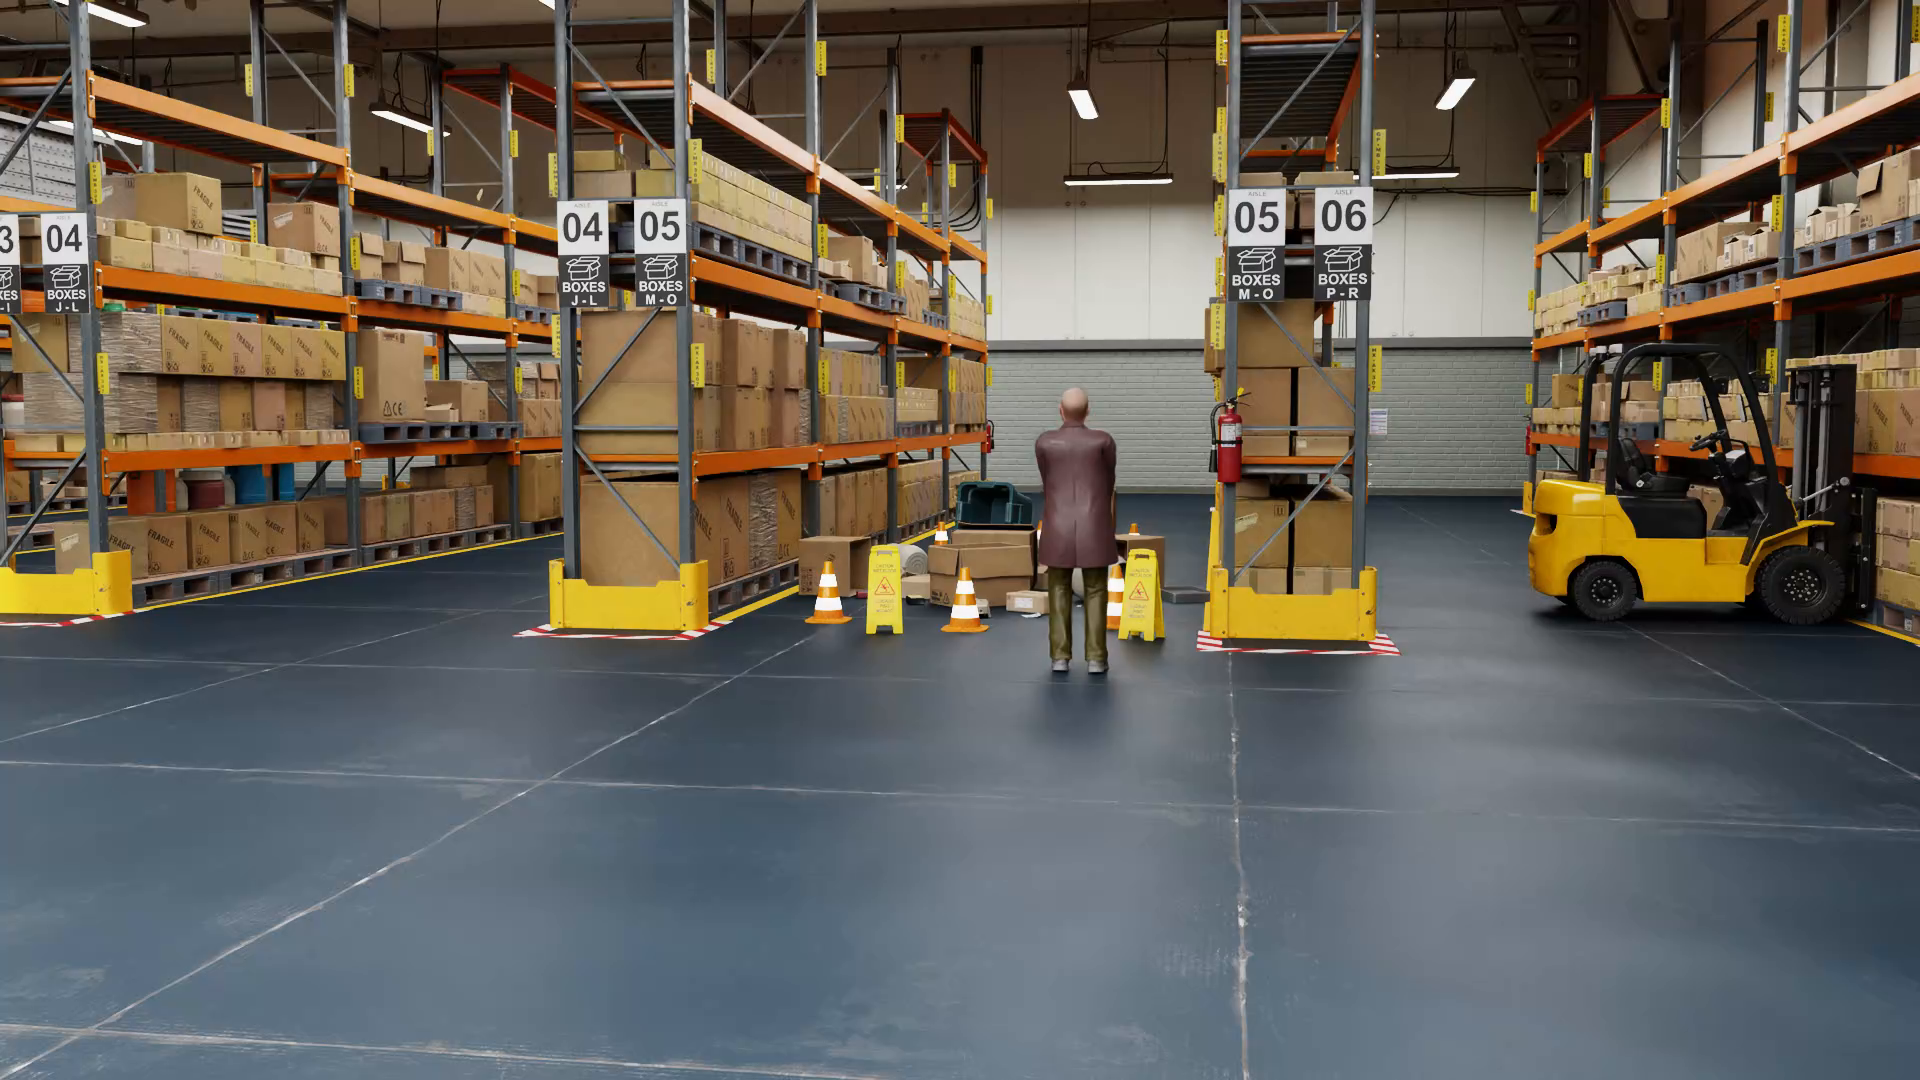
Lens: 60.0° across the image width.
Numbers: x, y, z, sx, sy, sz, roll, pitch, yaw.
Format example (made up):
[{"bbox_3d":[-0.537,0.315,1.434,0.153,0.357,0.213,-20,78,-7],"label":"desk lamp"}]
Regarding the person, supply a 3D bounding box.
[{"bbox_3d":[0.742,-0.068,10.496,0.525,1.779,0.548,1,4,8],"label":"person"}]
